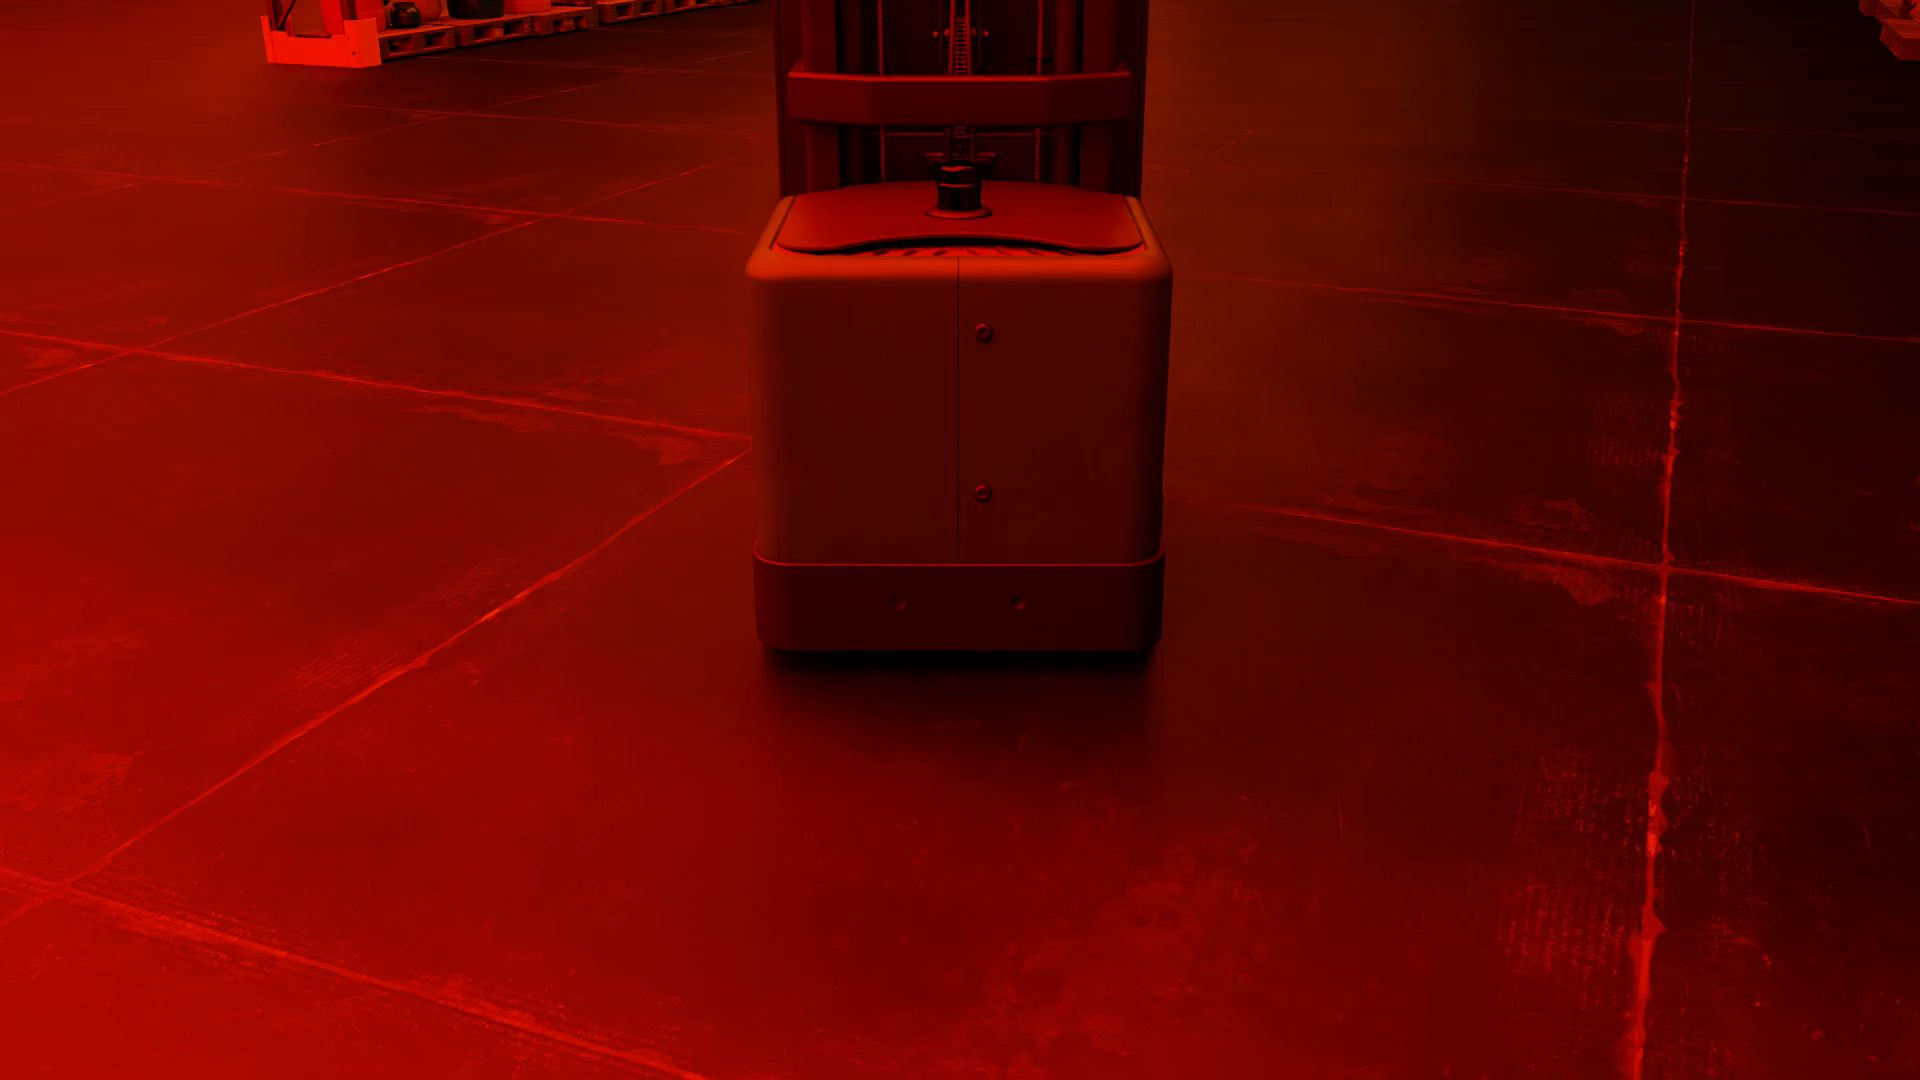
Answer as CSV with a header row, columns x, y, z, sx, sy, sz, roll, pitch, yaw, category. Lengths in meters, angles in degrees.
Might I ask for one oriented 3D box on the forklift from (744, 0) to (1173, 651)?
x,y,z,sx,sy,sz,roll,pitch,yaw,category
0.002,-1.587,5.089,1.130,2.935,3.031,0,23,0,forklift
